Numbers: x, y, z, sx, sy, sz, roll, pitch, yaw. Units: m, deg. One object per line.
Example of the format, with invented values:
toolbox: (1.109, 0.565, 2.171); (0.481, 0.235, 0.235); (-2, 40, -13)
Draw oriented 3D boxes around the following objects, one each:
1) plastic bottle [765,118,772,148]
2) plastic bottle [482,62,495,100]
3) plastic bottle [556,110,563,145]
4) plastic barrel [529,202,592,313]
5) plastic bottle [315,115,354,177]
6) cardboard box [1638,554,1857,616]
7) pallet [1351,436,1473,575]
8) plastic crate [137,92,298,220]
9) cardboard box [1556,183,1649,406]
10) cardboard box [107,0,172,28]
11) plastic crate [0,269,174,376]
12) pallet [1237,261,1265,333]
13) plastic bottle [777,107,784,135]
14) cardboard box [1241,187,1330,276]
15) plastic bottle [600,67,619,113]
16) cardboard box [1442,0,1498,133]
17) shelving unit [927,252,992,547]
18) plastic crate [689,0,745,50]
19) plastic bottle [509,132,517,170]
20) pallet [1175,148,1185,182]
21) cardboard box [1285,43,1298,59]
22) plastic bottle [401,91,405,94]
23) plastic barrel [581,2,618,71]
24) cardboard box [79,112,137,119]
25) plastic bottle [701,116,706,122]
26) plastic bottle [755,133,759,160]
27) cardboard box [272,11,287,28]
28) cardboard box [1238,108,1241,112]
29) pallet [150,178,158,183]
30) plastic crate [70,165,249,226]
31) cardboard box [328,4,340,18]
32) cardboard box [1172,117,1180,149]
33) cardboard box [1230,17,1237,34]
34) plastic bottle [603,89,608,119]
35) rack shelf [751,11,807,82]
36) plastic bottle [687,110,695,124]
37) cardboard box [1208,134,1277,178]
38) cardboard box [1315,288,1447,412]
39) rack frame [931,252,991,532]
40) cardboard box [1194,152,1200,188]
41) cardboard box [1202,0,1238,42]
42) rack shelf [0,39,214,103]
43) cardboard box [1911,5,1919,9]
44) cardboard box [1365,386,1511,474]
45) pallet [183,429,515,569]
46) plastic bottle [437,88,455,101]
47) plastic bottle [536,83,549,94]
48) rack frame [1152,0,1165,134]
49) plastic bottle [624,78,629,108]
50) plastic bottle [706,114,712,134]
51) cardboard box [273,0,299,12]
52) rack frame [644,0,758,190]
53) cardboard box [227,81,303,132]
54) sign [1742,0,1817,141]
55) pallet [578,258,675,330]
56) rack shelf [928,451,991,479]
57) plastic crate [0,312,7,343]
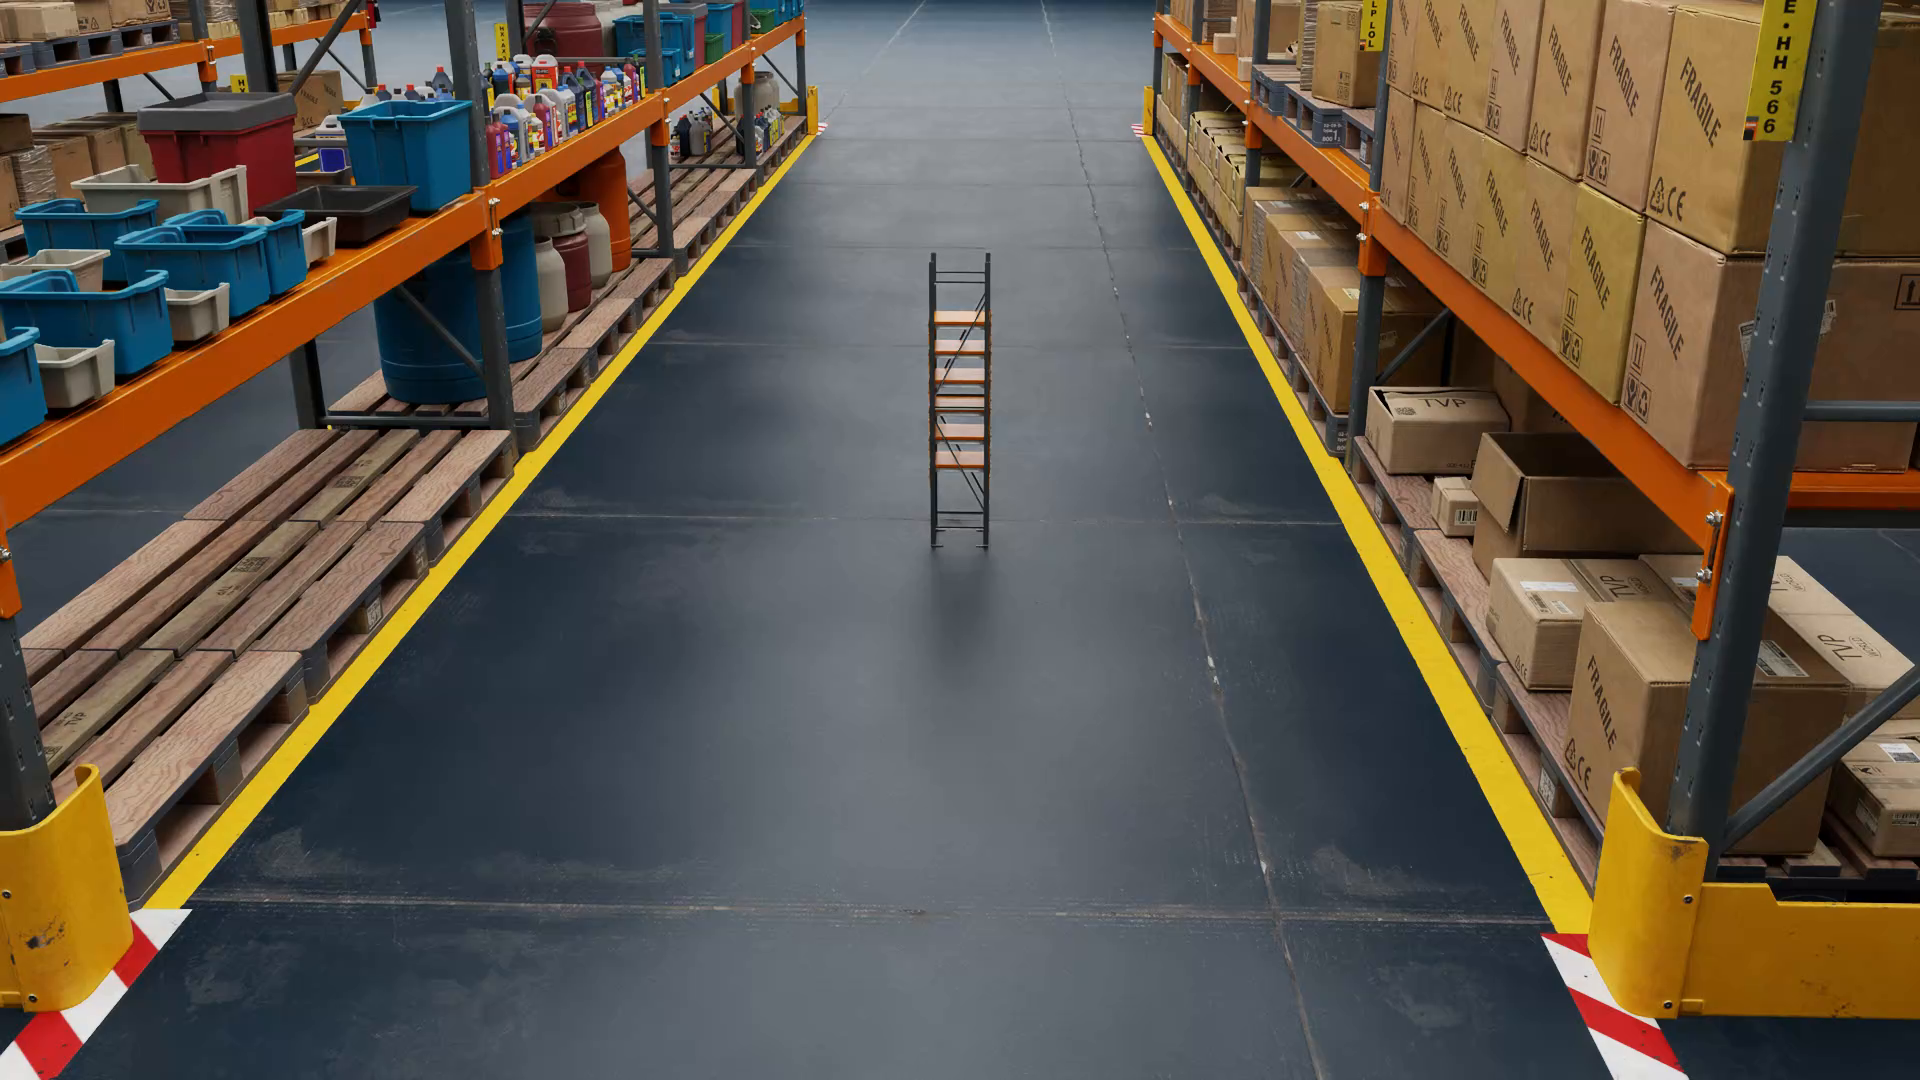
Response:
plastic bottle: (-1.893, -4.014, 16.376); (0.061, 0.283, 0.133); (2, 21, 4)
plastic bottle: (-2.906, -2.792, 10.240); (0.061, 0.283, 0.133); (1, 21, 2)
plastic bottle: (-2.174, -2.215, 8.867); (0.097, 0.201, 0.097); (0, 21, 0)
plastic barrel: (-2.539, -1.701, 10.019); (0.600, 0.588, 0.708); (1, 21, 2)
plastic bottle: (-2.939, -1.857, 7.839); (0.152, 0.276, 0.135); (1, 21, 2)
cardboard box: (2.532, 0.255, 5.417); (0.500, 0.250, 0.500); (1, 21, 2)
pallet: (2.301, -0.164, 7.161); (1.003, 0.211, 1.213); (1, 21, 2)
plastic crate: (-2.906, -1.506, 6.593); (0.402, 0.464, 0.583); (1, 21, 2)
cardboard box: (1.955, -0.665, 4.459); (0.500, 0.500, 0.500); (1, 21, 2)
cardboard box: (-7.499, -4.905, 14.114); (1.000, 1.000, 1.000); (1, 21, 2)
plastic crate: (-2.393, -0.596, 4.566); (0.416, 0.233, 0.300); (1, 21, 2)
pallet: (2.384, -1.589, 10.833); (1.003, 0.211, 1.213); (1, 21, 2)
plastic bottle: (-1.866, -4.335, 17.201); (0.061, 0.283, 0.133); (1, 21, 3)
cardboard box: (2.145, -2.037, 10.980); (0.500, 0.500, 0.500); (2, 21, 4)
plastic bottle: (-2.133, -2.738, 10.117); (0.097, 0.271, 0.097); (0, 21, 0)
cardboard box: (1.996, -1.686, 5.706); (0.500, 0.500, 0.500); (0, 21, 0)
shelving unit: (0.000, -0.565, 6.825); (0.258, 1.200, 0.189); (1, 21, 2)
plastic crate: (-2.094, -4.512, 14.423); (0.402, 0.464, 0.583); (1, 21, 2)
plastic bottle: (-2.201, -1.894, 8.038); (0.097, 0.201, 0.097); (0, 21, 0)
pallet: (2.632, -3.592, 15.995); (1.003, 0.211, 1.213); (1, 21, 2)
cardboard box: (2.499, -3.248, 11.377); (0.500, 0.311, 0.500); (2, 21, 5)
plastic bottle: (-2.909, -2.220, 8.775); (0.152, 0.276, 0.135); (1, 21, 2)
plastic barrel: (-2.689, -3.641, 12.112); (0.421, 0.512, 0.421); (0, 21, 0)
cardboard box: (-7.376, -3.533, 14.836); (0.700, 0.500, 0.500); (-1, 21, -3)
plastic bottle: (-2.534, -4.030, 16.416); (0.061, 0.283, 0.133); (1, 21, 2)
plastic bottle: (-1.937, -3.705, 15.593); (0.097, 0.271, 0.097); (0, 21, 0)
cardboard box: (-6.996, -5.215, 16.671); (0.380, 0.149, 0.250); (1, 21, 2)
cardboard box: (2.901, -4.214, 15.926); (0.500, 0.500, 0.500); (1, 21, 2)
pallet: (-7.358, -3.134, 14.814); (1.003, 0.211, 1.213); (1, 21, 2)
plastic crate: (-2.859, -1.191, 6.033); (0.437, 0.282, 0.530); (1, 21, 2)
cardboard box: (-6.980, -5.758, 18.069); (0.380, 0.149, 0.250); (1, 21, 2)
cardboard box: (2.387, -4.051, 16.543); (0.500, 0.250, 0.500); (1, 21, 2)
cardboard box: (2.595, -4.357, 14.318); (0.500, 0.250, 0.500); (2, 21, 5)
plastic bottle: (-2.142, -2.600, 9.857); (0.097, 0.201, 0.097); (0, 21, 0)
rack shelf: (-2.324, -5.049, 16.889); (1.077, 0.370, 4.000); (1, 21, 2)
plastic bottle: (-2.638, -4.053, 16.382); (0.144, 0.351, 0.185); (1, 21, 1)
cardboard box: (2.259, -3.078, 13.260); (0.500, 0.311, 0.500); (1, 21, 3)
cardboard box: (2.051, -0.934, 8.137); (0.500, 0.500, 0.500); (1, 21, 1)
rack frame: (0.003, -0.598, 6.911); (0.240, 1.200, 0.006); (1, 21, 2)
cardboard box: (2.289, -3.191, 14.327); (0.500, 0.250, 0.500); (1, 21, 3)
cardboard box: (2.573, -4.812, 15.146); (0.700, 0.500, 0.500); (0, 21, 0)
rack shelf: (-7.396, -3.657, 13.302); (1.077, 0.370, 4.000); (1, 21, 2)
cardboard box: (2.478, -0.937, 3.776); (0.500, 0.500, 0.500); (1, 21, 3)
cardboard box: (2.094, -0.515, 7.318); (0.500, 0.311, 0.500); (1, 21, 2)
pallet: (-2.612, -0.202, 7.258); (1.003, 0.211, 1.213); (1, 21, 2)
plastic bottle: (-2.776, -2.307, 9.005); (0.097, 0.271, 0.097); (0, 21, 0)
plastic bottle: (-2.305, -2.404, 9.256); (0.097, 0.271, 0.097); (0, 21, 0)
rack frame: (2.688, -6.051, 18.478); (1.000, 3.000, 0.127); (1, 21, 2)
plastic bottle: (-2.124, -2.811, 10.401); (0.097, 0.201, 0.097); (0, 21, 0)
plastic bottle: (-2.633, -4.318, 17.272); (0.097, 0.201, 0.097); (0, 21, 0)
cardboard box: (-7.238, -5.605, 16.779); (0.875, 0.500, 0.500); (1, 21, 2)
rack frame: (-2.385, -4.661, 14.895); (1.000, 3.000, 0.127); (1, 21, 2)
cardboard box: (-7.271, -4.524, 17.417); (0.500, 0.500, 0.500); (3, 21, 7)
sign: (1.647, -0.967, 3.336); (0.100, 0.325, 0.005); (1, 21, 2)
pallet: (-2.489, -1.629, 10.936); (1.003, 0.211, 1.213); (1, 21, 2)
rack shelf: (0.000, -0.299, 6.928); (0.258, 0.103, 0.180); (1, 21, 2)
plastic crate: (-2.883, -0.629, 4.784); (0.396, 0.136, 0.243); (1, 21, 2)
